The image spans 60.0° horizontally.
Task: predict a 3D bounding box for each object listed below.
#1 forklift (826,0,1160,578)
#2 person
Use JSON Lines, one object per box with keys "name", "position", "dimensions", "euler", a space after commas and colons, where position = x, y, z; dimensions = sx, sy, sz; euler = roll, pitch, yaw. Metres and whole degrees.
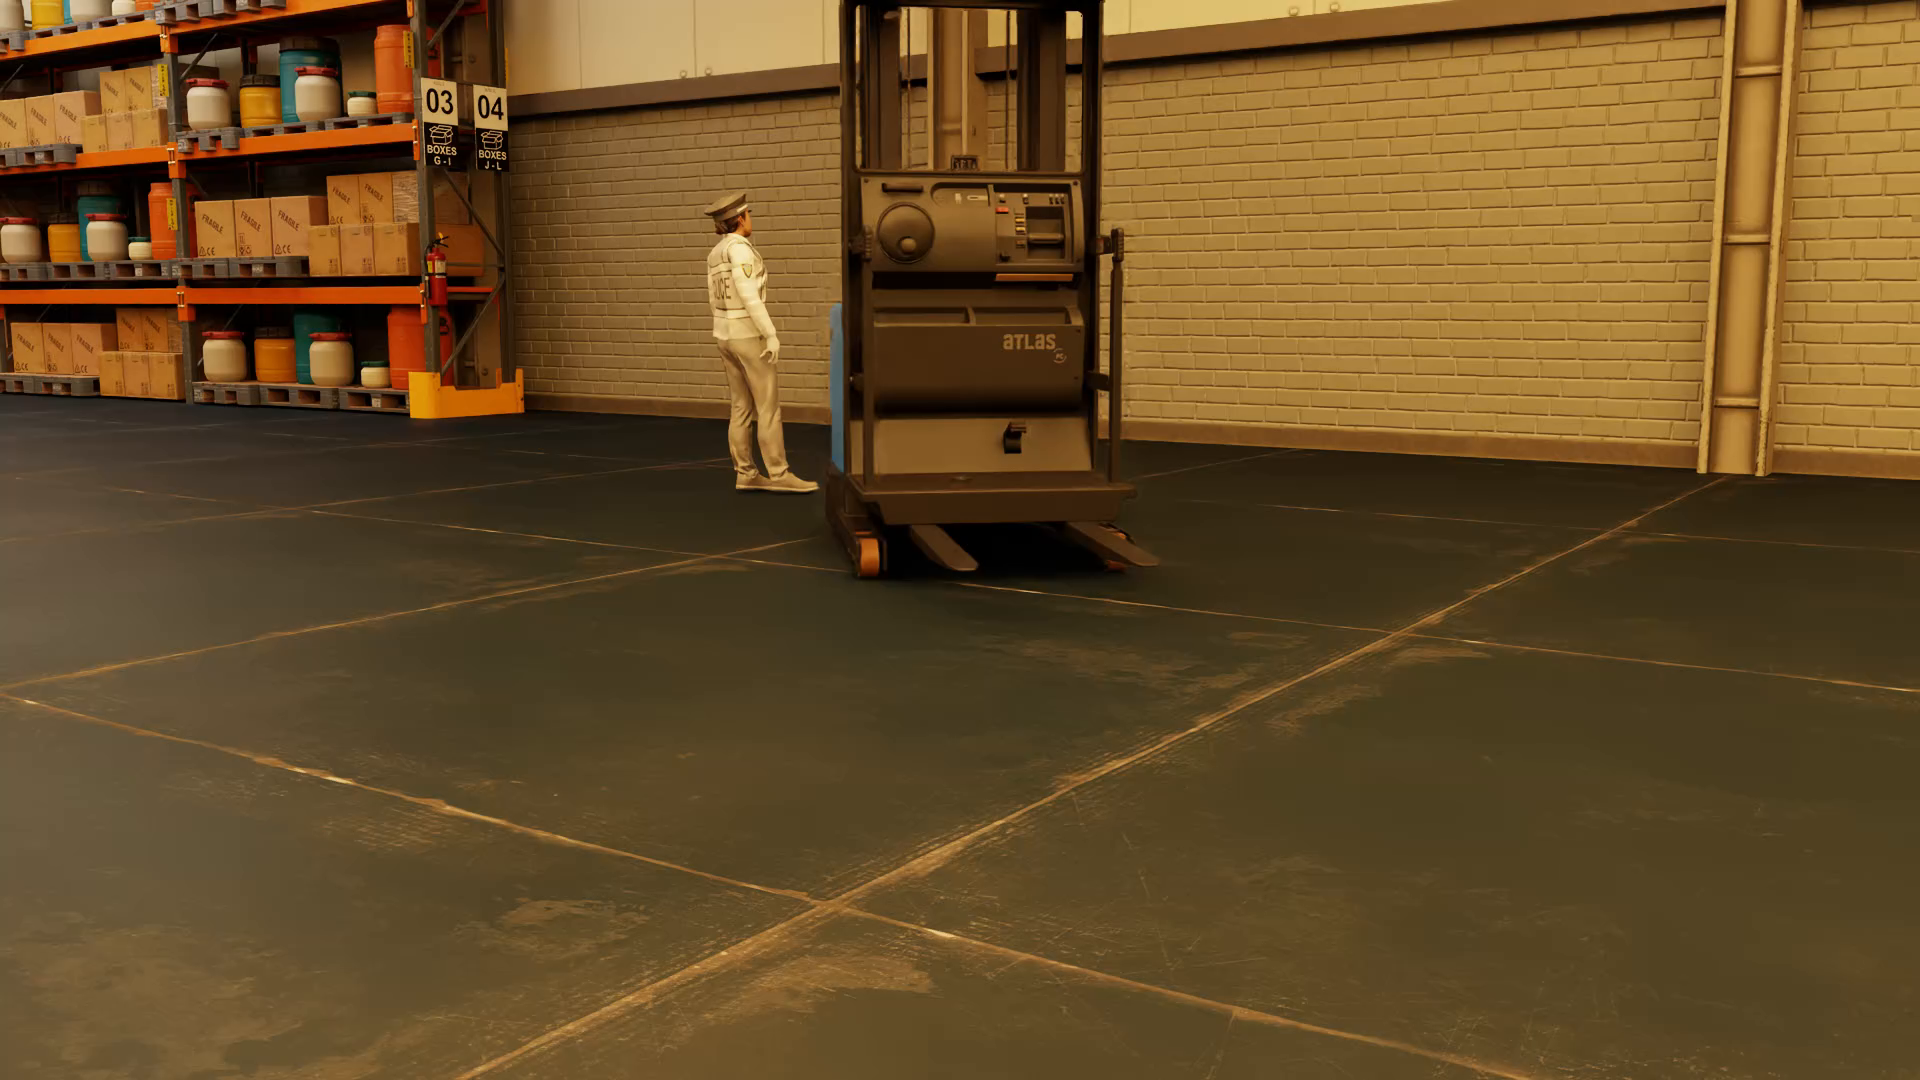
{"name": "forklift", "position": [0.089, -1.352, 6.702], "dimensions": [1.130, 2.935, 3.031], "euler": [-1, 8, -9]}
{"name": "person", "position": [-1.161, -1.126, 9.451], "dimensions": [0.533, 1.694, 0.584], "euler": [-5, 10, -32]}
